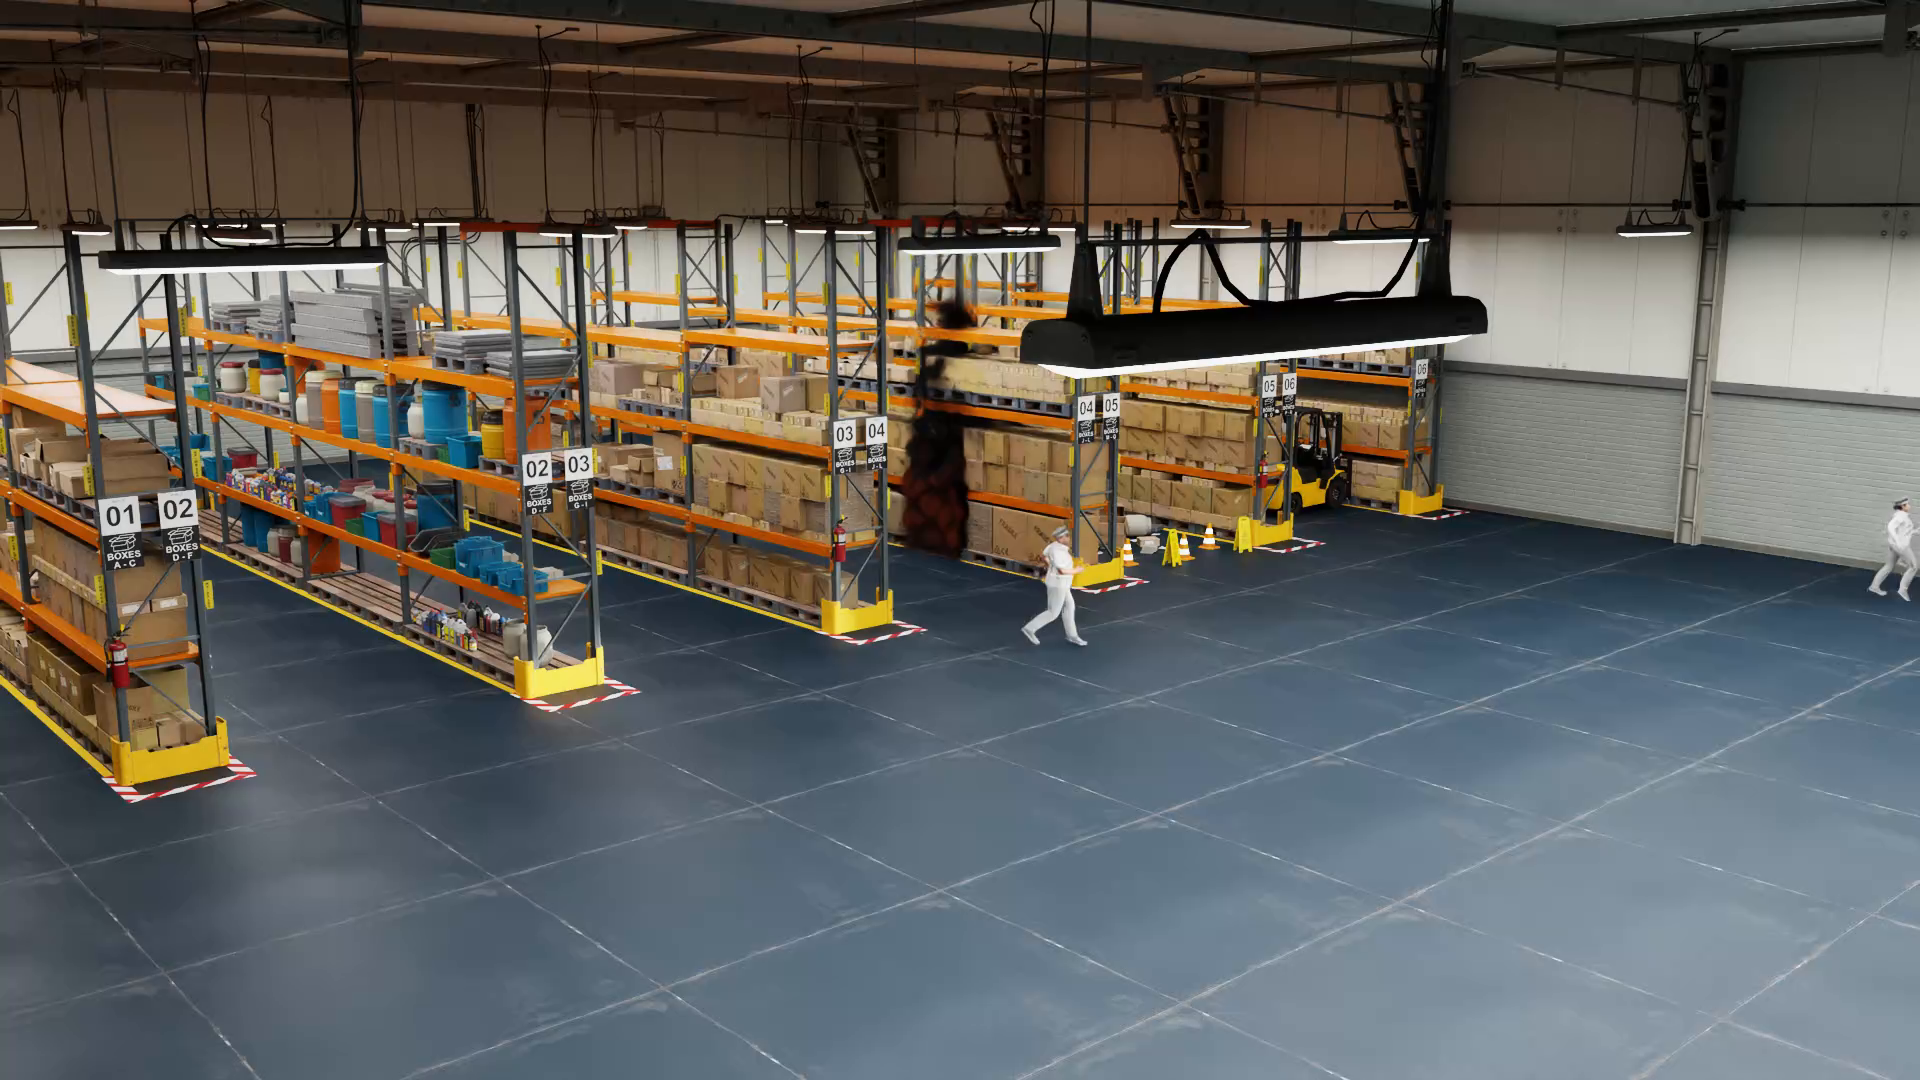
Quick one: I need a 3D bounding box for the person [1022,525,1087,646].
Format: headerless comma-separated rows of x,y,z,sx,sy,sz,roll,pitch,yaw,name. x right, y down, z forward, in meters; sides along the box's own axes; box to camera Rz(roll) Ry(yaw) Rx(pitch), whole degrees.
1.374,0.672,24.065,0.982,1.809,0.672,0,11,-2,person

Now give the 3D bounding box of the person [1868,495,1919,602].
15.207,0.137,26.933,0.732,1.749,0.576,3,12,14,person

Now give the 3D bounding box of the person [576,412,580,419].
-9.347,-2.674,40.924,0.495,1.663,0.910,-4,12,-18,person
